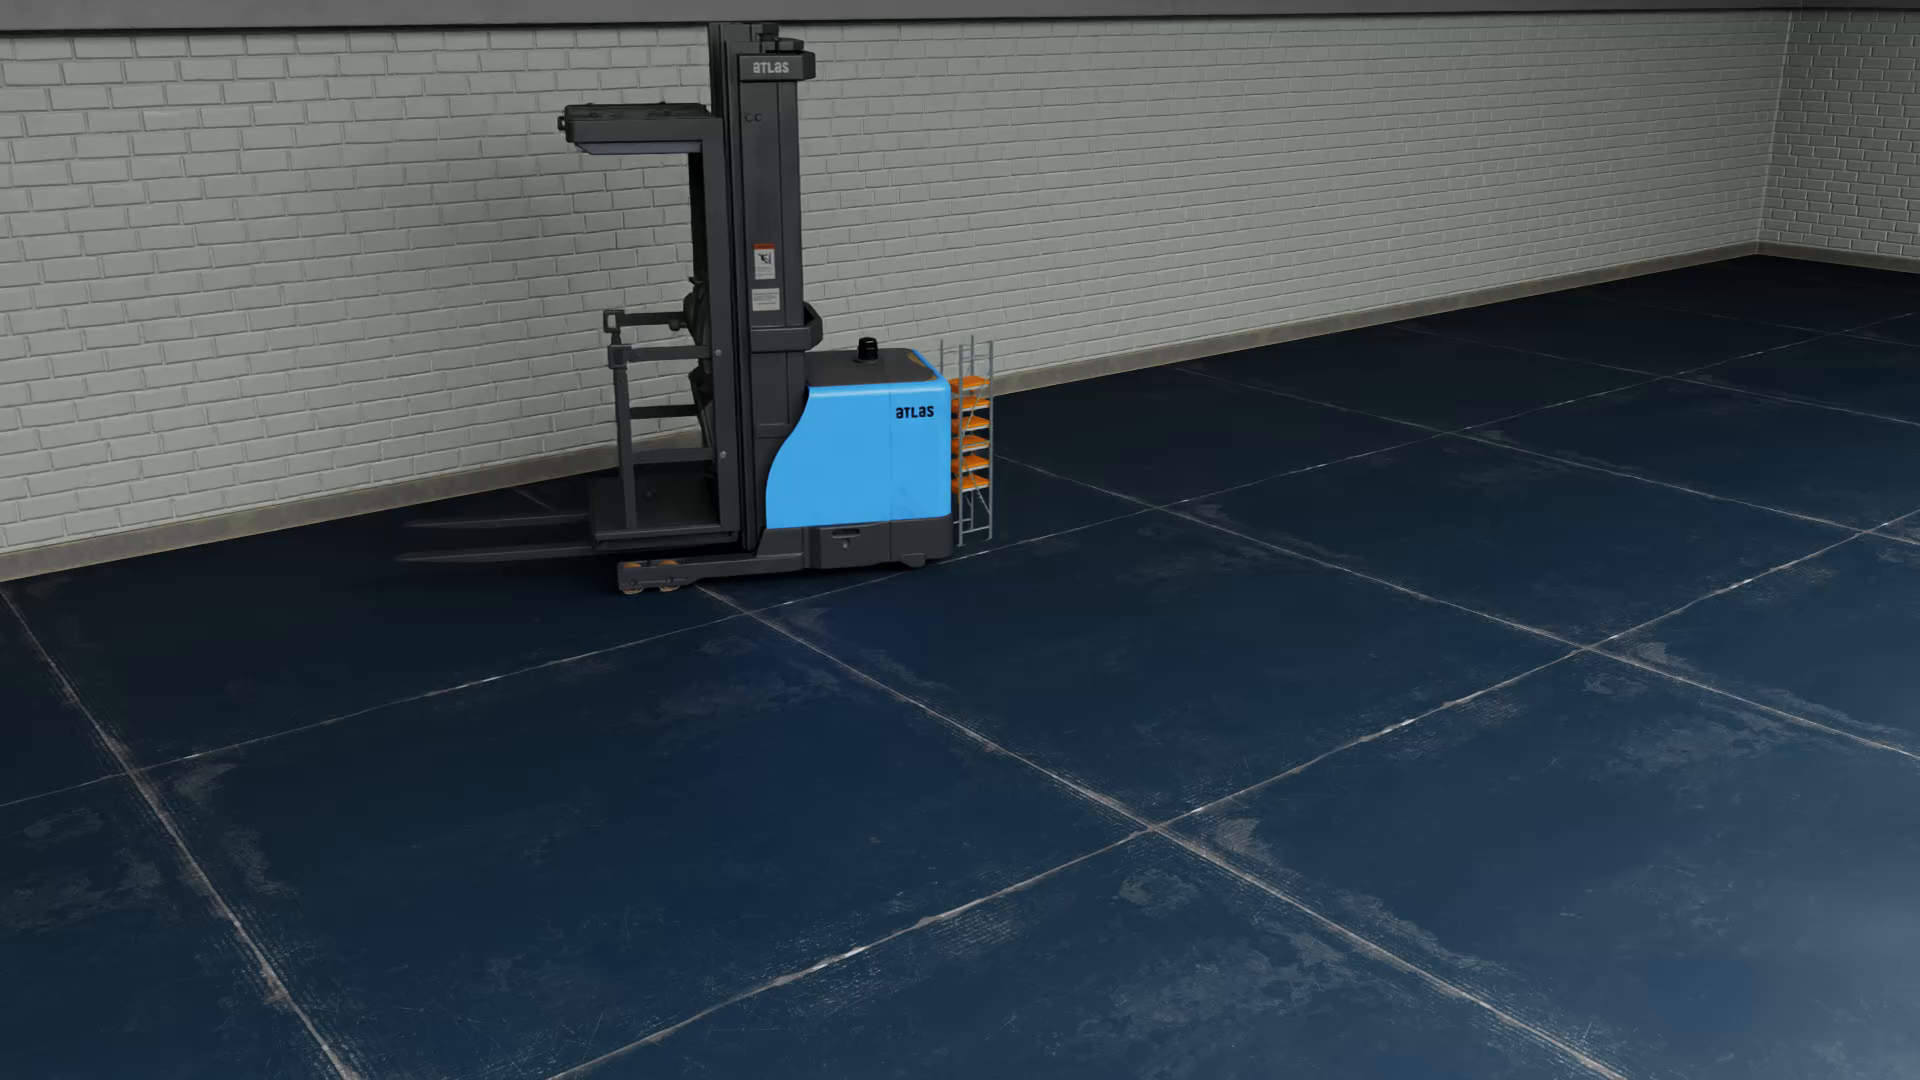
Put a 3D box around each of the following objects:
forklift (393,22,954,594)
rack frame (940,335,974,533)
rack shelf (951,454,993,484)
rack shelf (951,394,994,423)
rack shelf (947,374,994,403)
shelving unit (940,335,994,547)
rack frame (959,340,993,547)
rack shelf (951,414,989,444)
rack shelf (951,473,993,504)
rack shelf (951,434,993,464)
[{"bbox_3d":[-1.609,-1.281,9.068,3.031,2.935,1.130,-4,19,-12],"label":"forklift"},{"bbox_3d":[-0.017,-0.598,9.761,0.240,1.200,0.006,-13,22,-34],"label":"rack frame"},{"bbox_3d":[0.037,-0.419,9.743,0.258,0.103,0.180,-13,22,-34],"label":"rack shelf"},{"bbox_3d":[0.037,-0.761,9.630,0.258,0.103,0.180,-13,22,-34],"label":"rack shelf"},{"bbox_3d":[0.037,-0.875,9.592,0.258,0.103,0.180,-13,22,-34],"label":"rack shelf"},{"bbox_3d":[0.037,-0.575,9.691,0.258,1.200,0.189,-13,22,-34],"label":"shelving unit"},{"bbox_3d":[0.092,-0.552,9.621,0.240,1.200,0.006,-13,22,-34],"label":"rack frame"},{"bbox_3d":[0.037,-0.647,9.667,0.258,0.103,0.180,-13,22,-34],"label":"rack shelf"},{"bbox_3d":[0.037,-0.305,9.780,0.258,0.103,0.180,-13,22,-34],"label":"rack shelf"},{"bbox_3d":[0.037,-0.533,9.705,0.258,0.103,0.180,-13,22,-34],"label":"rack shelf"}]
